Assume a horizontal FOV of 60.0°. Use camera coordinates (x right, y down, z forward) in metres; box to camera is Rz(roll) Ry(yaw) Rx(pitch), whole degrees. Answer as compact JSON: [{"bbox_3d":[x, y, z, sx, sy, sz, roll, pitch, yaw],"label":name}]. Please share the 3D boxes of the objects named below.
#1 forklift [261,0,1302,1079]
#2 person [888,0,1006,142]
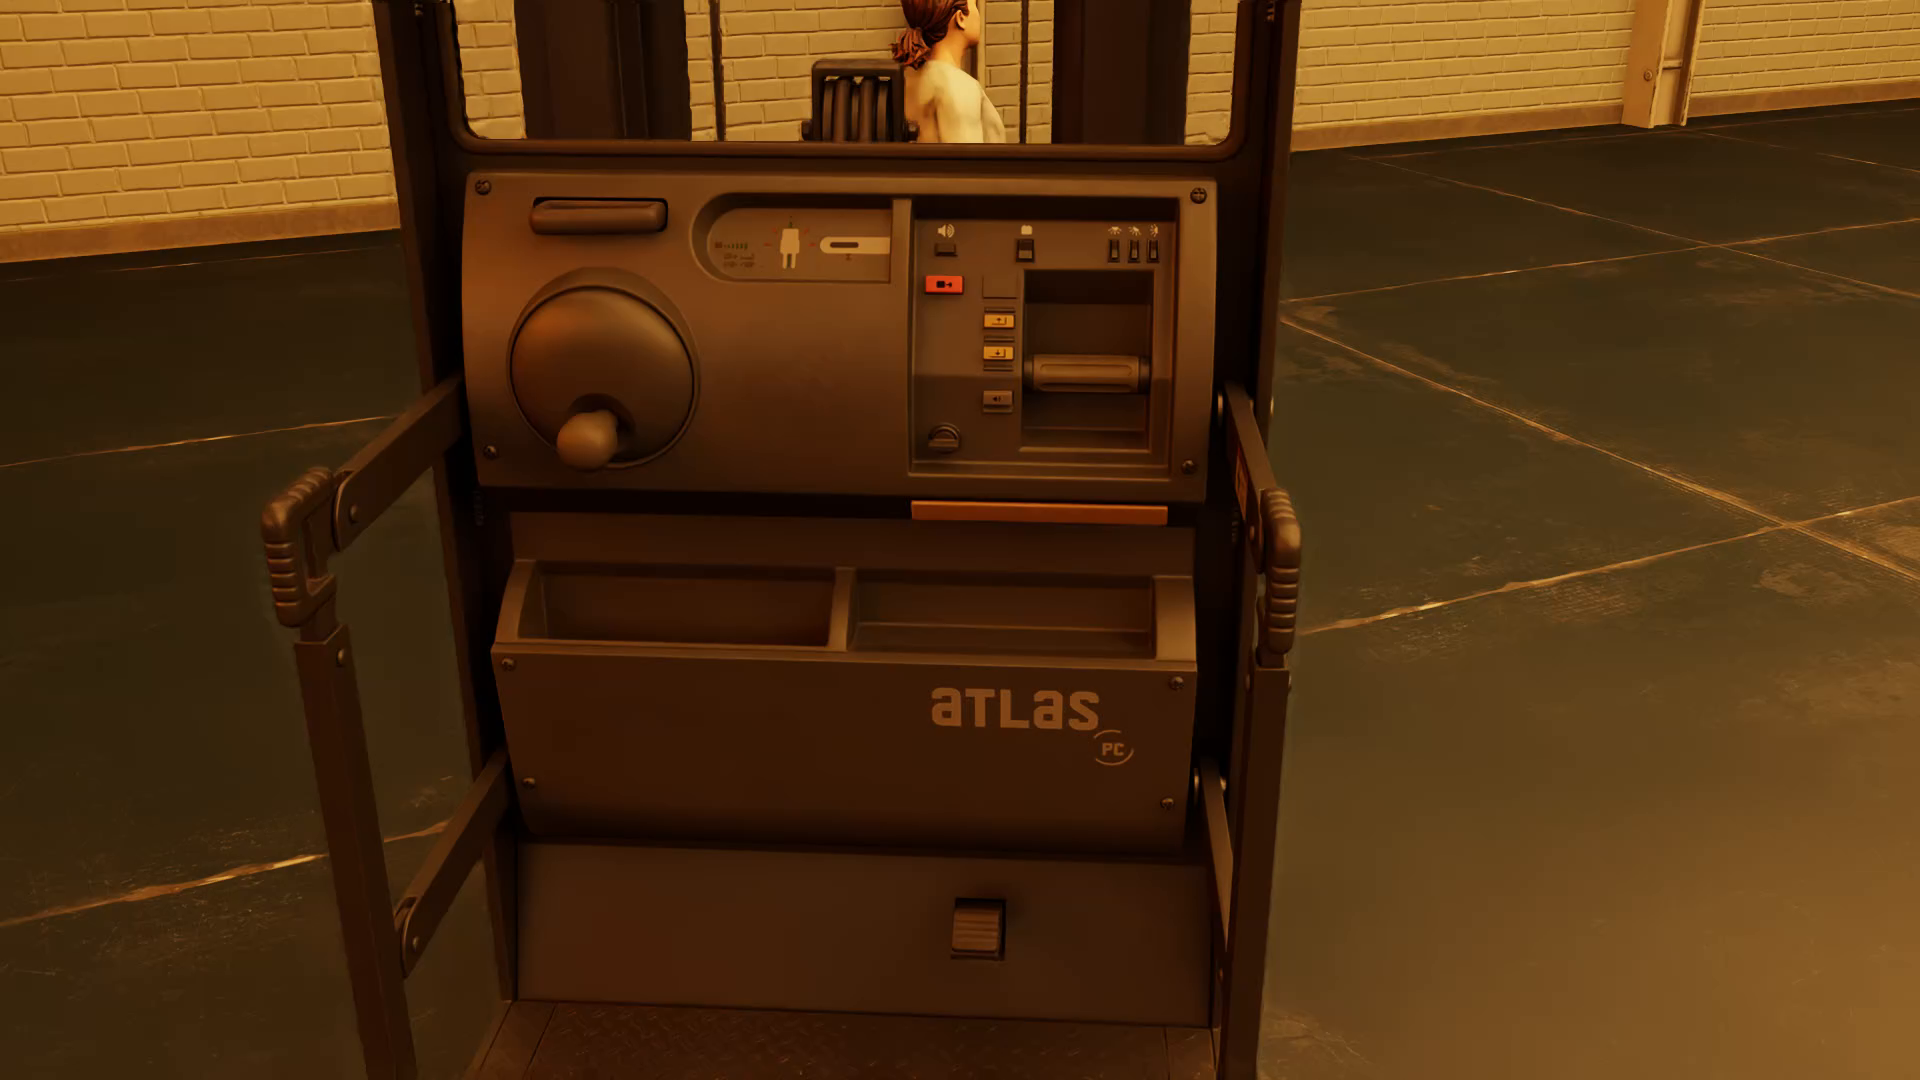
[{"bbox_3d":[-0.164,-0.239,1.861,1.130,2.935,3.031,1,23,3],"label":"forklift"},{"bbox_3d":[0.072,-0.788,4.800,0.549,1.675,0.549,-10,25,-23],"label":"person"}]
